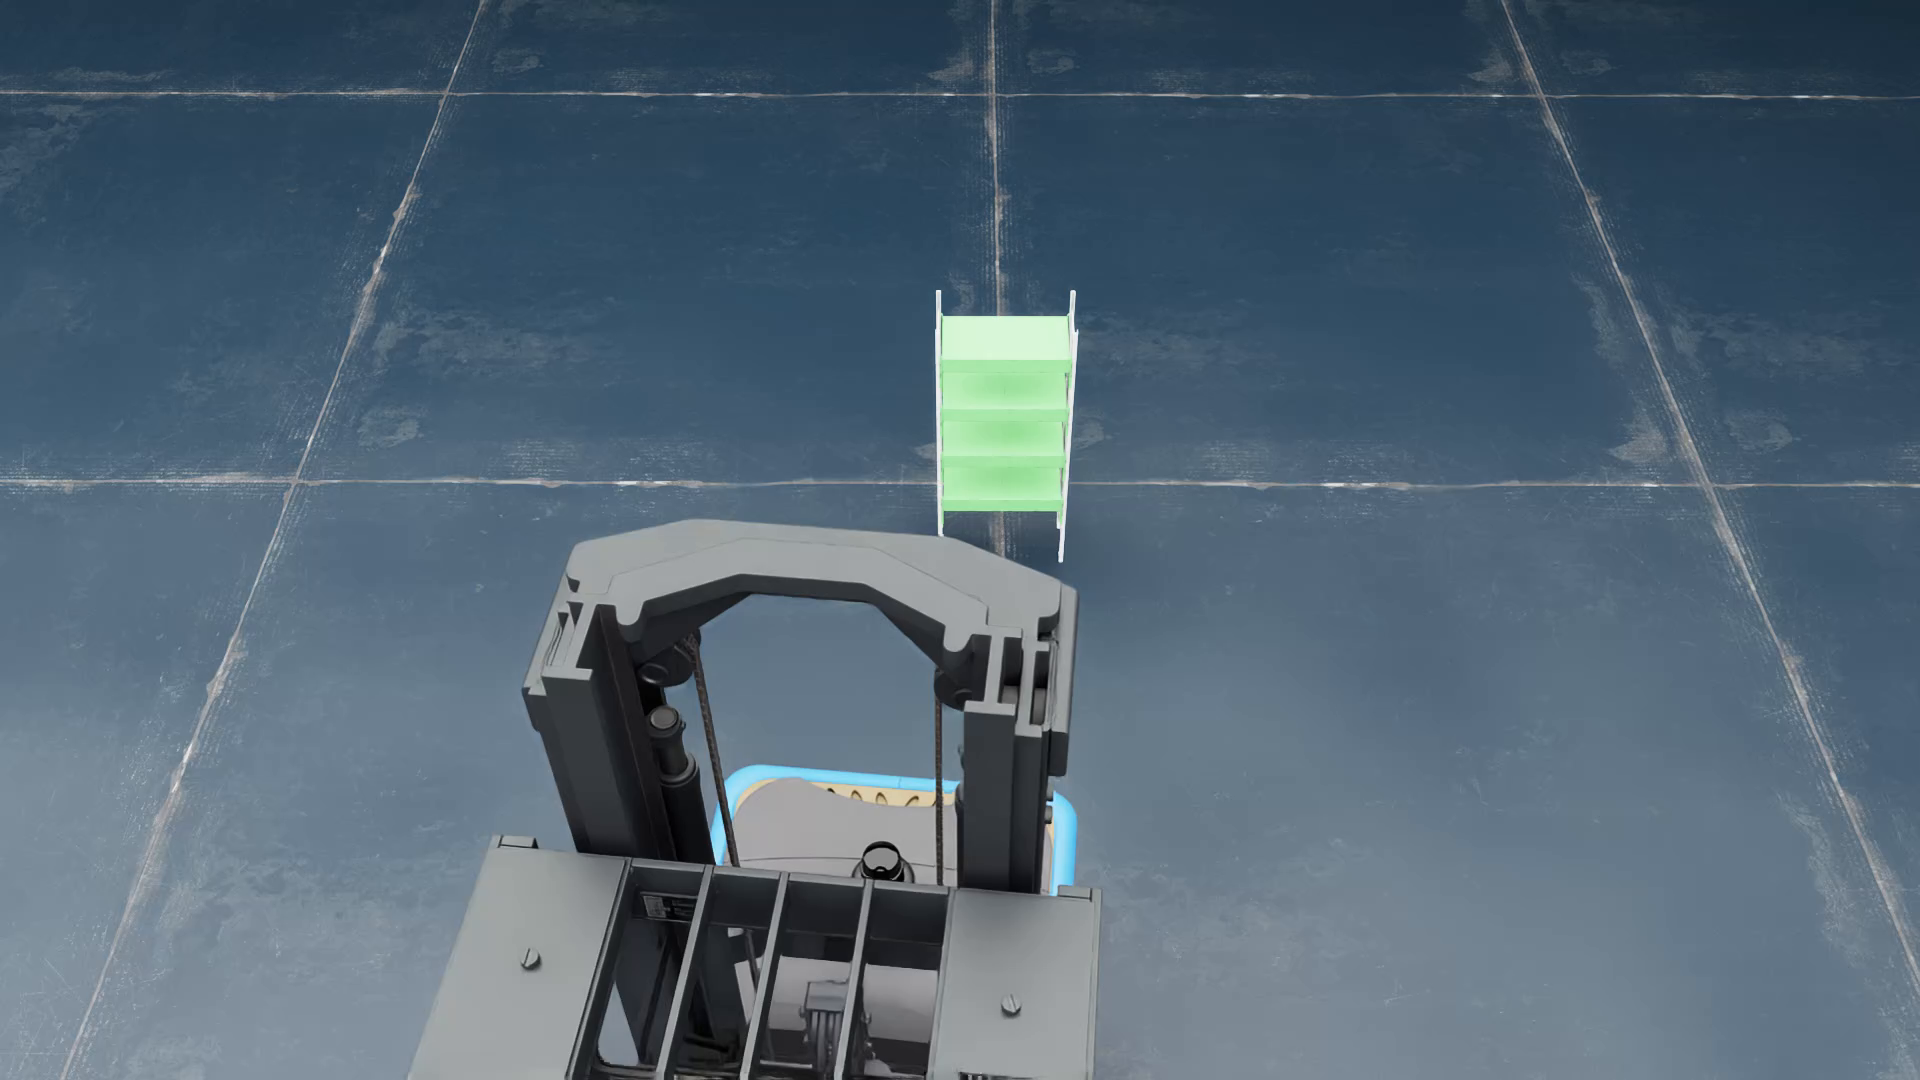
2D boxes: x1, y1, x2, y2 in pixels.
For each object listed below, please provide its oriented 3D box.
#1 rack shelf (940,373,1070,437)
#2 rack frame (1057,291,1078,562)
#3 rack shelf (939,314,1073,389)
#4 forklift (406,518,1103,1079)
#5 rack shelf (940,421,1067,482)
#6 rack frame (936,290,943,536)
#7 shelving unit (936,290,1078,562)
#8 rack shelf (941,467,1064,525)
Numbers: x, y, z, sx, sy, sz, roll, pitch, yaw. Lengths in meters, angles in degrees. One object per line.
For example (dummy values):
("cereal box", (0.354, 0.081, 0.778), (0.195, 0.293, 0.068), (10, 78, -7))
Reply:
("rack shelf", (0.166, -0.528, 6.262), (0.480, 0.148, 0.258), (0, 47, 0))
("rack frame", (0.410, -0.408, 6.391), (0.015, 1.200, 0.240), (0, 47, 0))
("rack shelf", (0.166, -0.692, 6.087), (0.480, 0.148, 0.258), (0, 47, 0))
("forklift", (-0.323, 1.483, 3.448), (1.130, 2.935, 3.031), (4, 47, 4))
("rack shelf", (0.166, -0.365, 6.438), (0.480, 0.148, 0.258), (0, 47, 0))
("rack frame", (-0.078, -0.409, 6.392), (0.015, 1.200, 0.240), (0, 47, 0))
("shelving unit", (0.166, -0.408, 6.391), (0.503, 1.200, 0.258), (0, 47, 0))
("rack shelf", (0.166, -0.201, 6.614), (0.480, 0.148, 0.258), (0, 47, 0))
